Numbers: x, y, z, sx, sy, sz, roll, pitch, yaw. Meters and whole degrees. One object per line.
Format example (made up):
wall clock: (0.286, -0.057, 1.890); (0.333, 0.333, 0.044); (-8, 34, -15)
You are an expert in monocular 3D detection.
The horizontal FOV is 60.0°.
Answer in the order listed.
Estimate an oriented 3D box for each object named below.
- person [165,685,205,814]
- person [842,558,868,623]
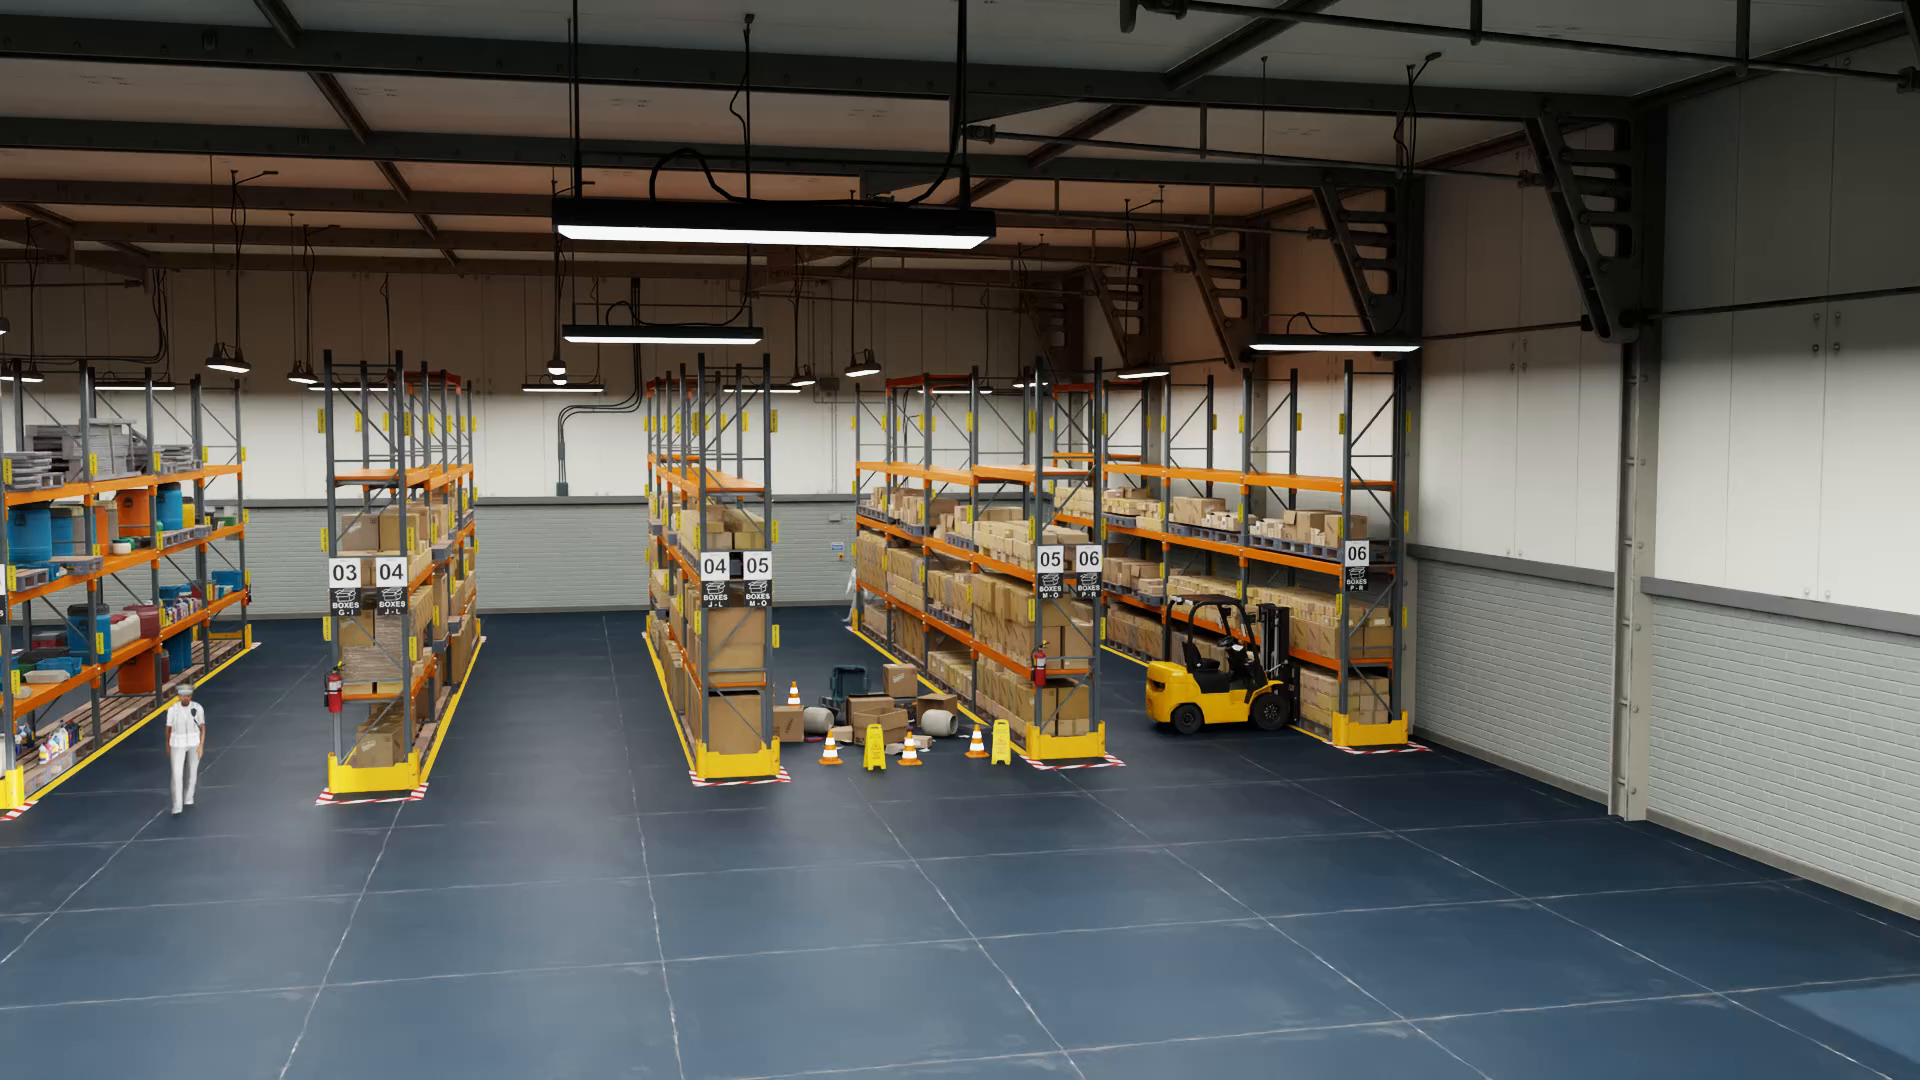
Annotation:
person: (-10.016, 2.670, 21.493); (0.500, 1.626, 0.961); (-3, 5, -34)
person: (-2.592, 1.257, 41.996); (1.000, 1.632, 0.466); (-3, 5, -33)
